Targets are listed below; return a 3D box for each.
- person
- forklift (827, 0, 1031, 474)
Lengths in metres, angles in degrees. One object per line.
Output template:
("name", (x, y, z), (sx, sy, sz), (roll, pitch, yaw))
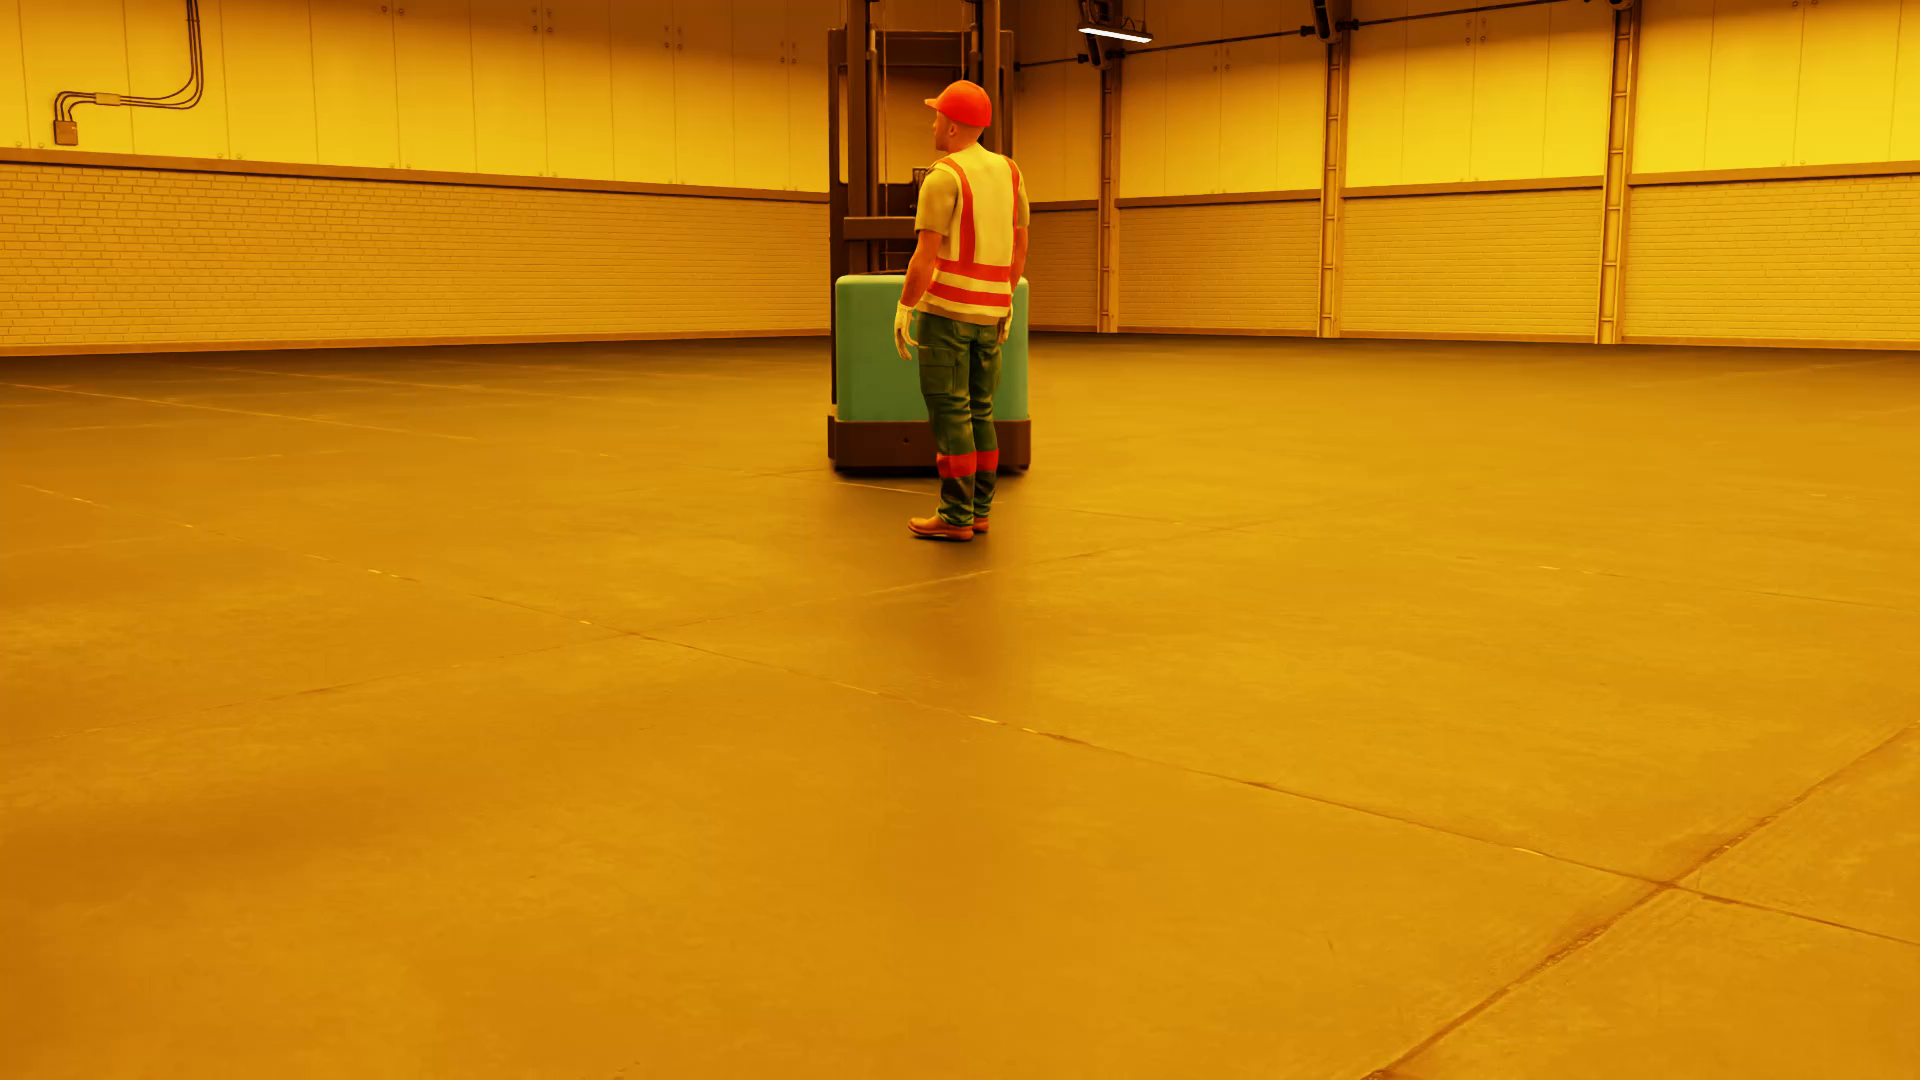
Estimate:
("person", (-0.049, -0.901, 6.646), (0.564, 1.787, 0.638), (8, 12, 43))
("forklift", (-0.251, -1.994, 10.115), (1.130, 2.935, 3.031), (-1, 9, -4))
